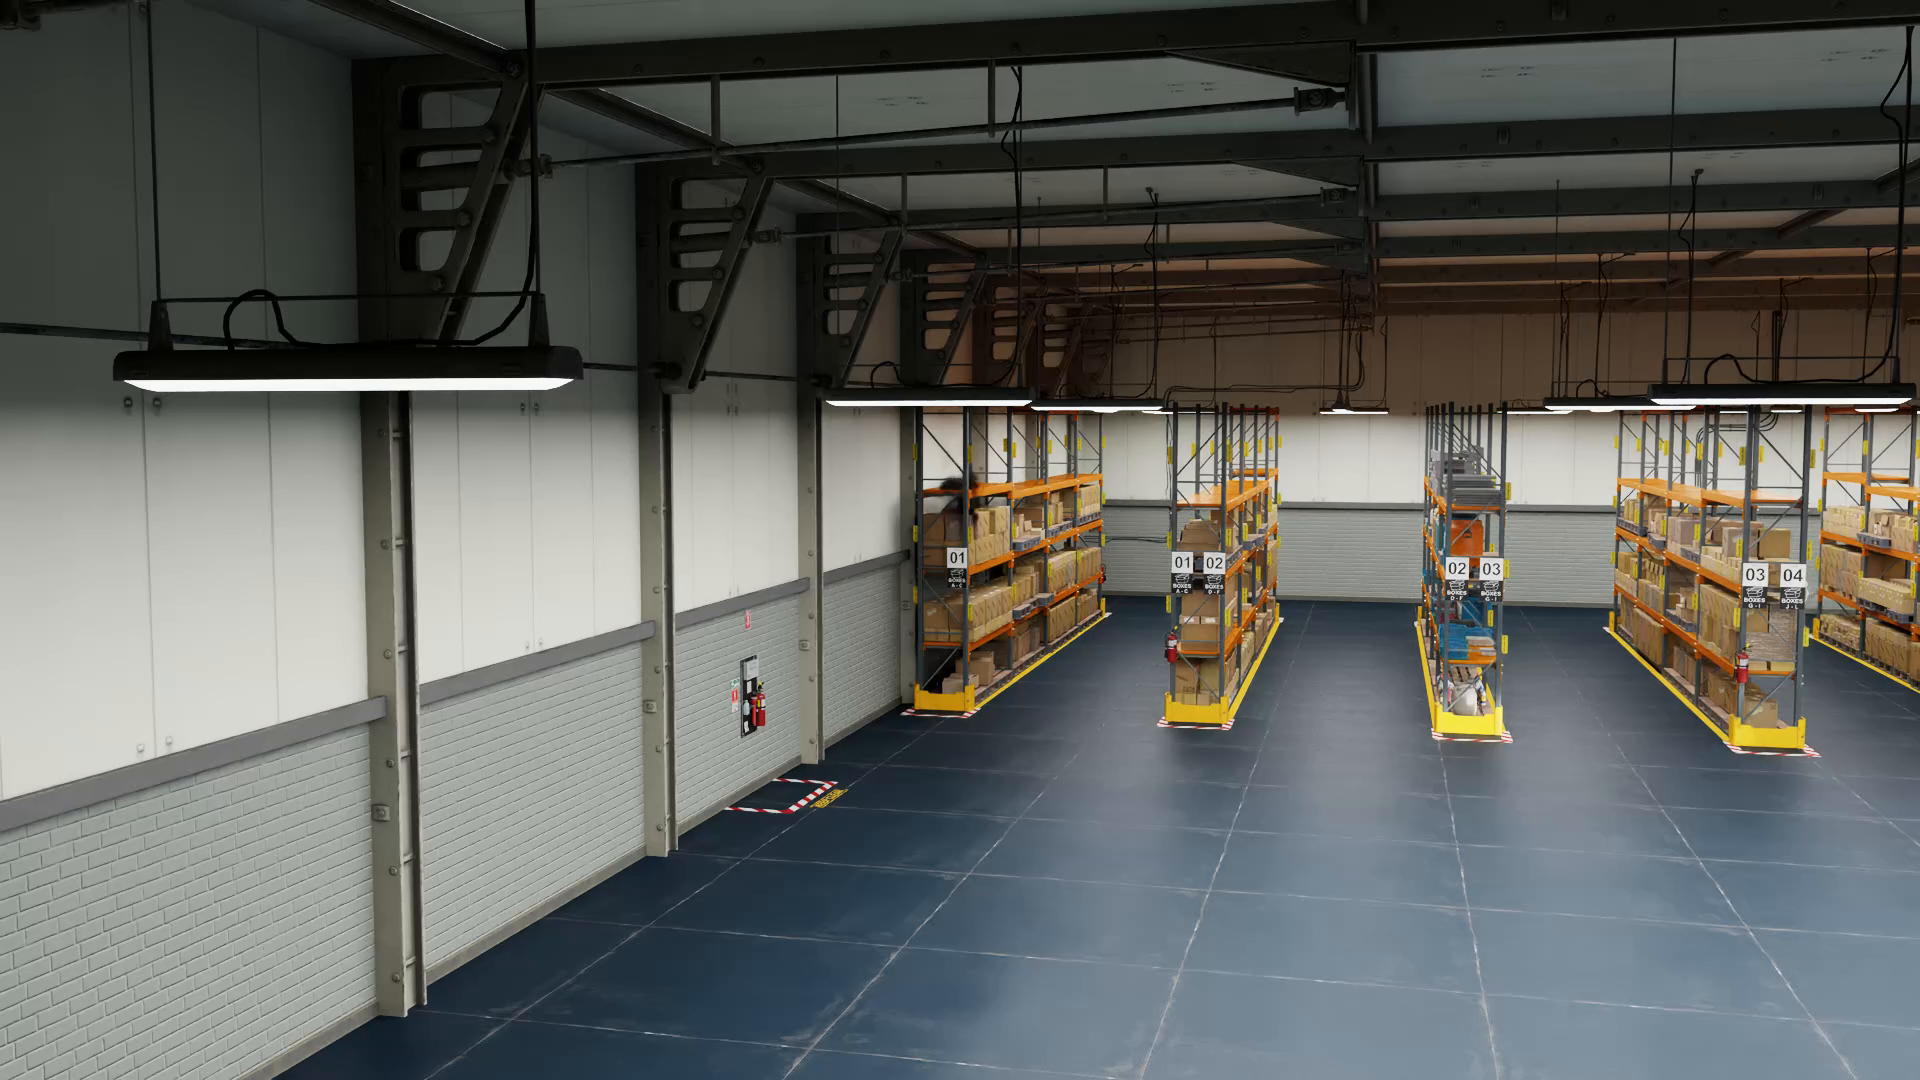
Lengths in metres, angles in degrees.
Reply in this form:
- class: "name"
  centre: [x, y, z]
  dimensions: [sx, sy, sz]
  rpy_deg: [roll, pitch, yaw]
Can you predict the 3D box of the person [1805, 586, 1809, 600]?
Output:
- class: "person"
  centre: [22.050, 1.649, 43.962]
  dimensions: [0.853, 1.647, 0.676]
  rpy_deg: [-2, 5, -20]
